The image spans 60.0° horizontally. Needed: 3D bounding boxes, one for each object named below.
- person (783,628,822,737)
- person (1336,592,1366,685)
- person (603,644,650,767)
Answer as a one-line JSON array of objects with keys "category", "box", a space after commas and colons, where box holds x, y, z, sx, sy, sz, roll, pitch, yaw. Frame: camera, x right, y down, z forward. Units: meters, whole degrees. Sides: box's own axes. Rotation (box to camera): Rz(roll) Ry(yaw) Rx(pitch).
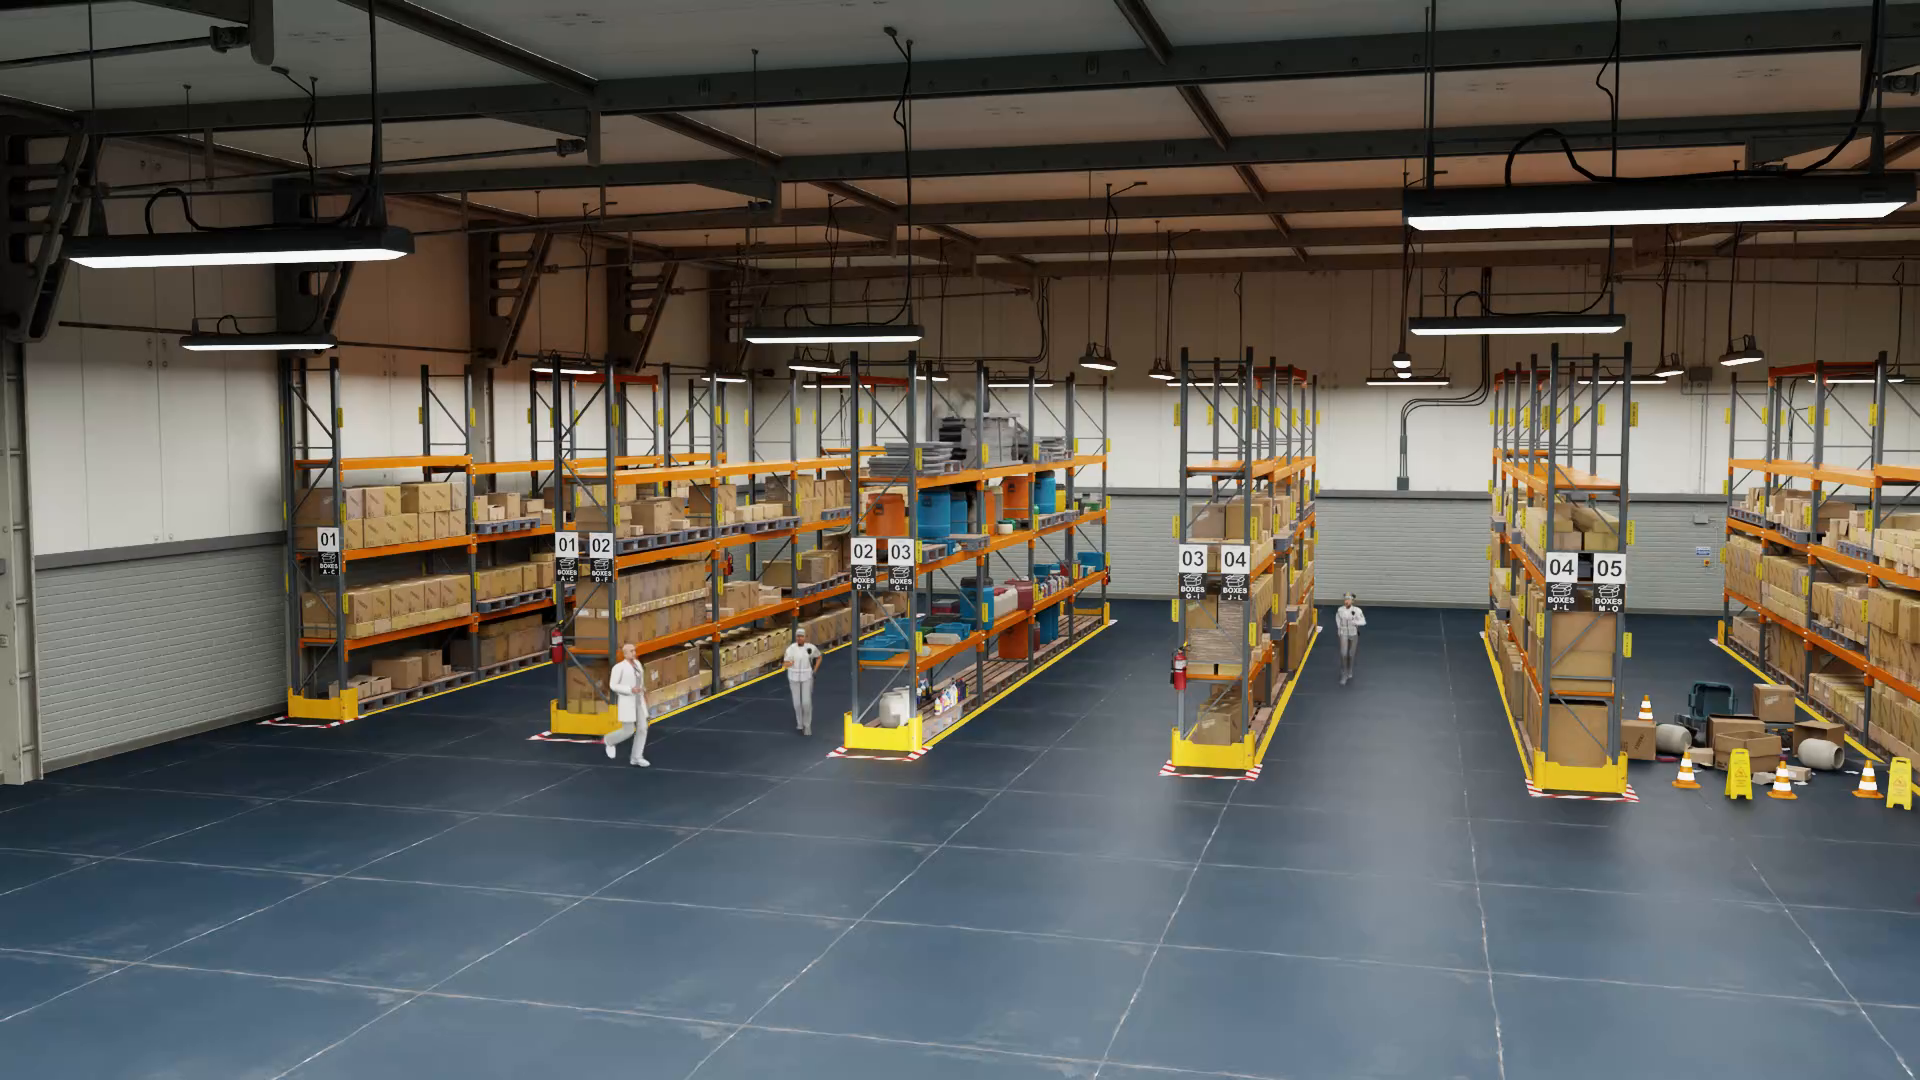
[{"category": "person", "box": [-2.506, 2.257, 26.314, 0.587, 1.705, 0.691, 0, 4, 4]}, {"category": "person", "box": [7.402, 1.851, 31.540, 0.584, 1.754, 0.776, 1, 4, 18]}, {"category": "person", "box": [-4.784, 2.363, 23.970, 0.834, 1.746, 0.718, 3, 5, 33]}]
